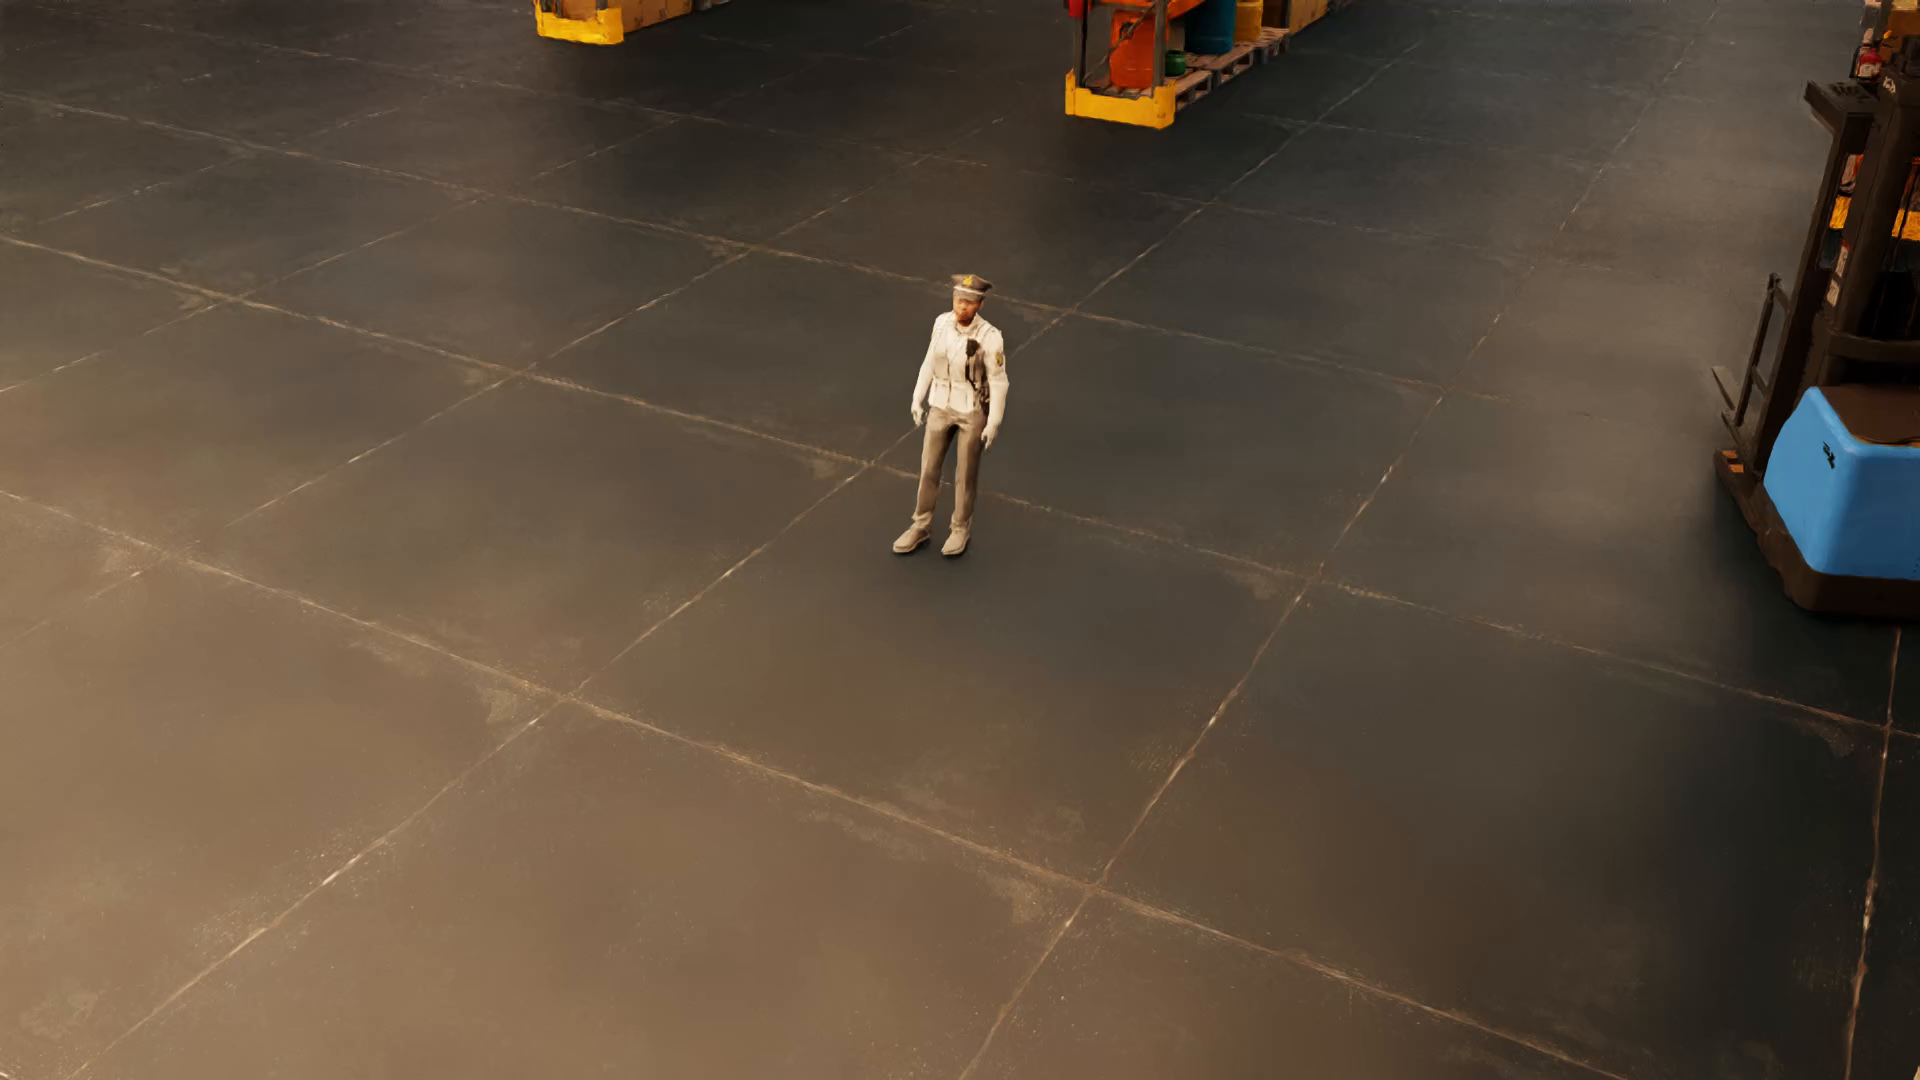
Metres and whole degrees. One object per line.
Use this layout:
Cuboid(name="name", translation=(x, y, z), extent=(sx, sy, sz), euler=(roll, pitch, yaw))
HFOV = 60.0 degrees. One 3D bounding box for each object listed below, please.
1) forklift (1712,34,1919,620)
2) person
Cuboid(name="forklift", translation=(5.386, -1.525, 9.712), extent=(1.130, 2.935, 3.031), euler=(4, 30, 8))
Cuboid(name="person", translation=(-0.039, -0.713, 9.527), extent=(0.586, 1.695, 0.533), euler=(15, 33, 25))
